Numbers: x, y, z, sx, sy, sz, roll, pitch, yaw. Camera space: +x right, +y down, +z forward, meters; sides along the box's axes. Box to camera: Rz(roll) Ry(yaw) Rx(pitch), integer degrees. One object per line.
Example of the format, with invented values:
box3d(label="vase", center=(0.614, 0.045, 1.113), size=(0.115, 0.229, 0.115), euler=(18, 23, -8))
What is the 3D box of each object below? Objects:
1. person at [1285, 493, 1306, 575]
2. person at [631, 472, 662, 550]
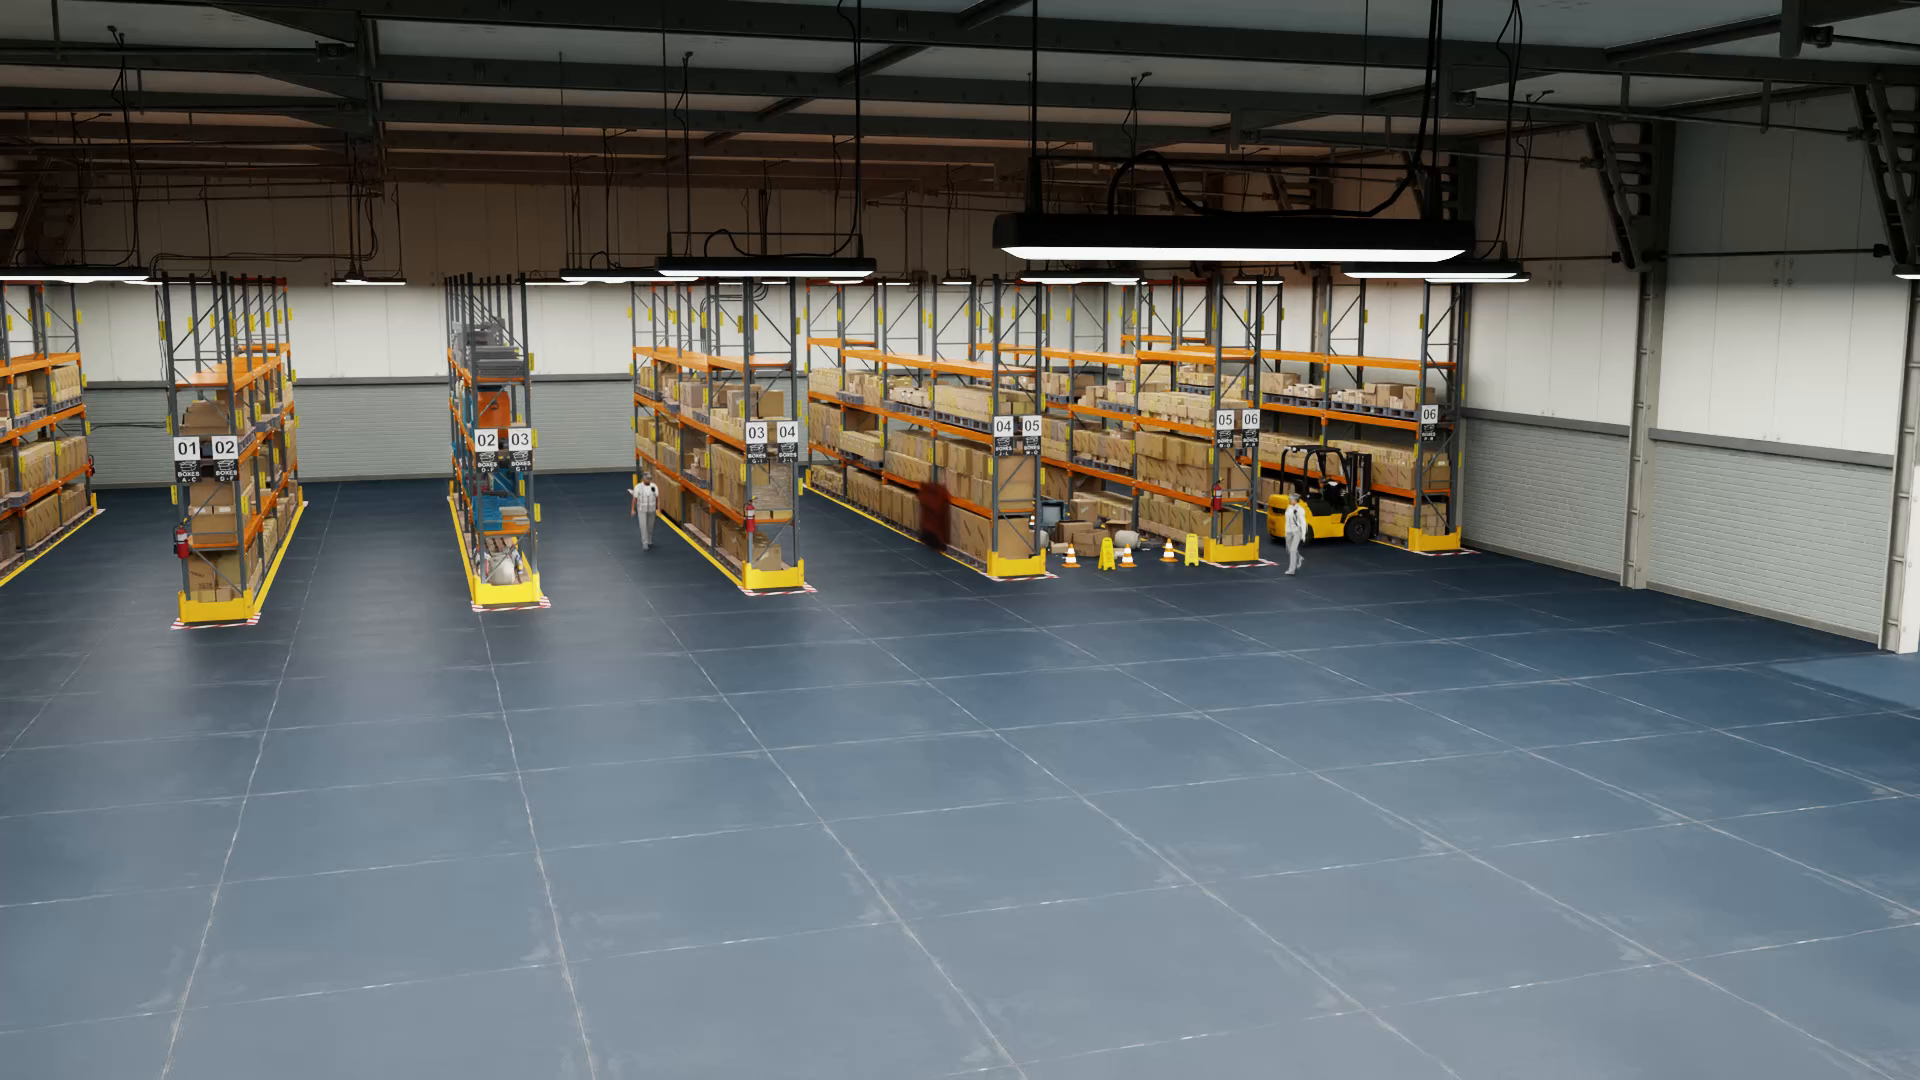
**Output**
box3d(label="person", center=(6.801, -0.154, 33.554), size=(0.477, 1.640, 0.840), euler=(8, 11, 41))
box3d(label="person", center=(-6.942, -0.674, 36.773), size=(0.652, 1.692, 1.084), euler=(-3, 9, -18))
